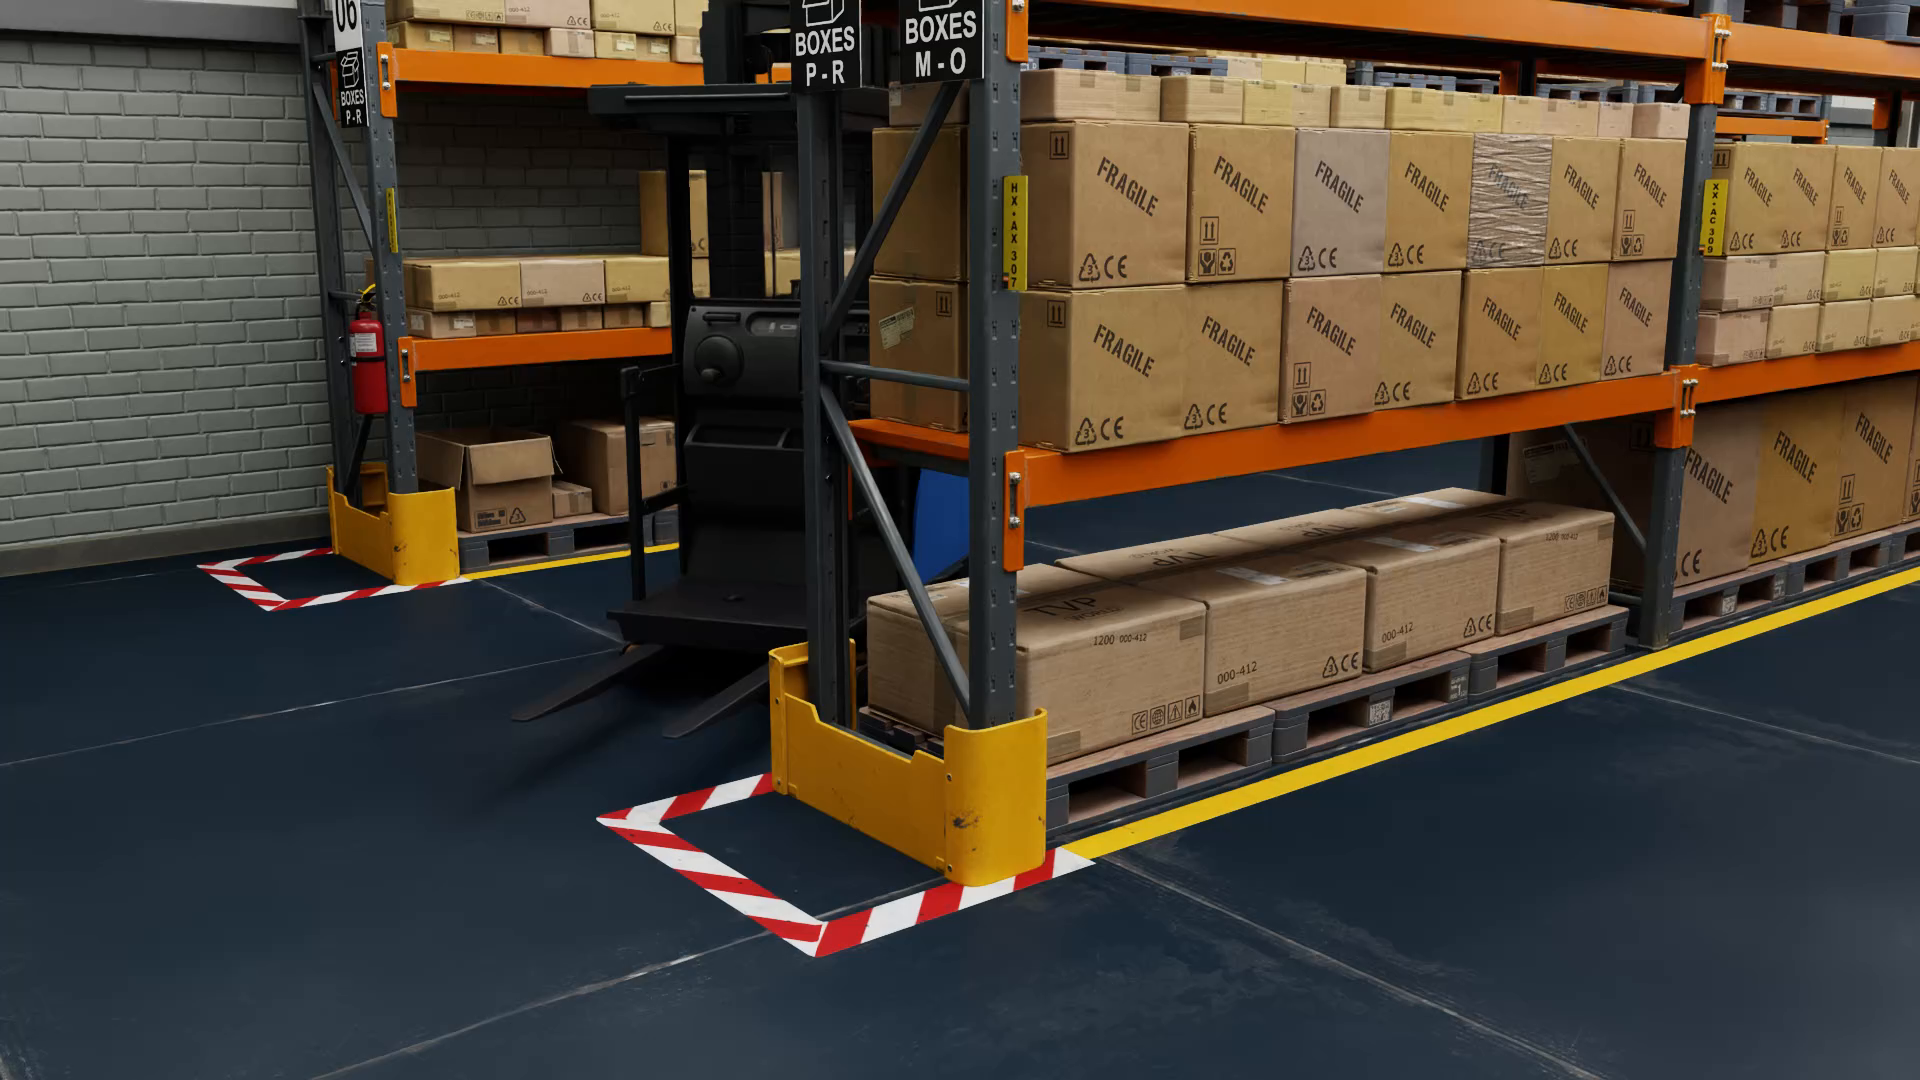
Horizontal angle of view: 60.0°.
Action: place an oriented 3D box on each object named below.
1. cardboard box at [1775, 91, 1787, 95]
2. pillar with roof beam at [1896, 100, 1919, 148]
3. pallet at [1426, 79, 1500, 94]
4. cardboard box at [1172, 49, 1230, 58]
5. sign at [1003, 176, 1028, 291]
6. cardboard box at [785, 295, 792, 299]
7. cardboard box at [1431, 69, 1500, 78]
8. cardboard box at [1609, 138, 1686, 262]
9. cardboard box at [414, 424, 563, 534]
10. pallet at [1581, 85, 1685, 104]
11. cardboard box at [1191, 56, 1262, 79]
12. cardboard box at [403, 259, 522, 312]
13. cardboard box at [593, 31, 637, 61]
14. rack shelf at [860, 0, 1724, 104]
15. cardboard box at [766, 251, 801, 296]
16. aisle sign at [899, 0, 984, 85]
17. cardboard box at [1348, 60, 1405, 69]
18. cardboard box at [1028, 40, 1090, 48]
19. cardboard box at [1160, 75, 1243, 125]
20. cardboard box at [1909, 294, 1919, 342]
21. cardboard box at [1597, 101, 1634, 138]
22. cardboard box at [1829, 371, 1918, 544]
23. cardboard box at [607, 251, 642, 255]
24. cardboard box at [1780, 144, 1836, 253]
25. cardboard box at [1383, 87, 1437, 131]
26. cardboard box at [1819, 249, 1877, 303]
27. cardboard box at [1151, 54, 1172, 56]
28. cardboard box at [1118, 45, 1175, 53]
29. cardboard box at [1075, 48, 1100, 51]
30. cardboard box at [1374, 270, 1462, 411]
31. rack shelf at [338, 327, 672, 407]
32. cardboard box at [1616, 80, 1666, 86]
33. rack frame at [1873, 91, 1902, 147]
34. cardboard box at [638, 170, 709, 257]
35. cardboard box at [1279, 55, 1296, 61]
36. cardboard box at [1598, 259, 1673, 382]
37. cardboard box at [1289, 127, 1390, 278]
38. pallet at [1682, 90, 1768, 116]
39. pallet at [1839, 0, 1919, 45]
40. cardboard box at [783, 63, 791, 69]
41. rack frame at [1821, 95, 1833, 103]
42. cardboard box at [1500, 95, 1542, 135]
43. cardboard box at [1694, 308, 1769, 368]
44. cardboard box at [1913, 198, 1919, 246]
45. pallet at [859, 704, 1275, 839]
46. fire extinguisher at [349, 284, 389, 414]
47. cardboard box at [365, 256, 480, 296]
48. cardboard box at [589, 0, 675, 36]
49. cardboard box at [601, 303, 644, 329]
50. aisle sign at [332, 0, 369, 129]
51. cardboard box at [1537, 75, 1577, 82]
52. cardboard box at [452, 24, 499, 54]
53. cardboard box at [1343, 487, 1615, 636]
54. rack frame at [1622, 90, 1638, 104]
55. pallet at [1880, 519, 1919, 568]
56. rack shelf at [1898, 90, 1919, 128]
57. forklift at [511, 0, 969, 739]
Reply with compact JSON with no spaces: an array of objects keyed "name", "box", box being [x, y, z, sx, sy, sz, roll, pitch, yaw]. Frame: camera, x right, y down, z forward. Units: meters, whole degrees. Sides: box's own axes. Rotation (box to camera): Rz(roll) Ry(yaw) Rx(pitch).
[{"name":"cardboard box","box":[8.552,-4.863,17.658,0.258,0.266,0.396,-9,15,-38]},{"name":"pillar with roof beam","box":[15.476,-6.467,18.921,0.400,9.000,9.100,-9,15,-38]},{"name":"pallet","box":[4.306,-3.982,14.891,1.213,0.211,1.003,-9,15,-35]},{"name":"cardboard box","box":[1.813,-3.700,12.510,0.250,0.149,0.380,-9,15,-36]},{"name":"sign","box":[0.160,-0.887,4.811,0.005,0.325,0.100,-9,15,-38]},{"name":"cardboard box","box":[-1.035,-1.492,10.538,0.250,0.149,0.380,-10,15,-38]},{"name":"cardboard box","box":[4.474,-4.316,14.517,0.500,0.500,0.500,-9,15,-36]},{"name":"cardboard box","box":[2.745,-1.467,7.167,0.500,0.500,0.500,-10,15,-38]},{"name":"cardboard box","box":[-2.749,-0.369,9.642,0.637,0.503,0.797,-10,16,-40]},{"name":"pallet","box":[6.734,-4.416,16.697,1.213,0.211,1.003,-9,15,-38]},{"name":"cardboard box","box":[1.929,-3.516,12.605,0.500,0.250,0.500,-9,15,-38]},{"name":"cardboard box","box":[-2.763,-1.408,9.182,0.500,0.250,0.500,-9,15,-37]},{"name":"cardboard box","box":[-2.034,-2.788,9.420,0.250,0.149,0.380,-9,15,-38]},{"name":"rack shelf","box":[1.380,-1.891,6.322,4.000,0.370,1.077,-9,15,-38]},{"name":"cardboard box","box":[-1.187,-1.676,10.445,0.500,0.250,0.500,-10,15,-38]},{"name":"aisle sign","box":[-0.057,-1.731,4.801,0.004,0.787,0.394,-9,15,-38]},{"name":"cardboard box","box":[3.423,-3.962,13.654,0.250,0.166,0.380,-9,15,-38]},{"name":"cardboard box","box":[0.680,-3.489,11.470,0.250,0.149,0.380,-9,15,-37]},{"name":"cardboard box","box":[0.703,-1.433,5.446,0.250,0.149,0.380,-9,15,-36]},{"name":"cardboard box","box":[5.040,-1.241,9.114,0.500,0.250,0.500,-10,15,-38]},{"name":"cardboard box","box":[2.626,-1.782,7.089,0.250,0.149,0.380,-9,15,-36]},{"name":"cardboard box","box":[4.774,-0.529,9.501,0.875,0.875,0.875,-9,15,-37]},{"name":"cardboard box","box":[-1.891,-1.693,10.526,0.500,0.250,0.500,-9,15,-38]},{"name":"cardboard box","box":[3.844,-1.654,8.048,0.500,0.500,0.500,-10,15,-38]},{"name":"cardboard box","box":[1.505,-1.567,6.076,0.250,0.149,0.380,-10,16,-39]},{"name":"cardboard box","box":[4.261,-1.351,8.426,0.500,0.250,0.500,-9,15,-37]},{"name":"cardboard box","box":[1.515,-3.778,12.881,0.250,0.149,0.380,-10,15,-38]},{"name":"cardboard box","box":[1.319,-3.577,11.883,0.250,0.149,0.380,-9,15,-36]},{"name":"cardboard box","box":[0.807,-3.632,12.145,0.250,0.149,0.380,-10,16,-39]},{"name":"cardboard box","box":[1.539,-0.781,6.346,0.500,0.500,0.500,-9,15,-36]},{"name":"rack shelf","box":[-1.724,-1.228,10.422,4.000,0.370,1.077,-9,15,-38]},{"name":"cardboard box","box":[6.624,-4.485,16.161,0.250,0.149,0.380,-9,15,-36]},{"name":"rack frame","box":[6.065,-1.554,10.225,0.127,3.000,1.000,-9,15,-38]},{"name":"cardboard box","box":[-1.592,-1.969,10.021,0.500,0.500,0.500,-9,15,-36]},{"name":"cardboard box","box":[2.399,-3.802,12.992,0.250,0.149,0.380,-9,15,-36]},{"name":"cardboard box","box":[2.739,-0.982,7.292,0.500,0.500,0.500,-9,15,-37]},{"name":"cardboard box","box":[1.167,-1.206,5.939,0.500,0.500,0.500,-10,15,-38]},{"name":"pallet","box":[7.686,-4.574,17.438,1.213,0.211,1.003,-9,15,-38]},{"name":"pallet","box":[4.724,-2.691,8.813,1.213,0.211,1.003,-9,15,-35]},{"name":"cardboard box","box":[-1.089,-2.963,10.247,0.250,0.149,0.380,-9,15,-36]},{"name":"rack frame","box":[9.208,-6.331,18.280,0.127,3.000,1.000,-9,15,-38]},{"name":"cardboard box","box":[2.066,-1.677,6.596,0.250,0.149,0.380,-10,15,-38]},{"name":"cardboard box","box":[3.450,-0.976,7.863,0.500,0.250,0.500,-10,15,-39]},{"name":"cardboard box","box":[5.037,-1.851,8.977,0.500,0.500,0.500,-9,15,-38]},{"name":"pallet","box":[0.393,0.732,6.174,1.213,0.211,1.003,-9,15,-38]},{"name":"fire extinguisher","box":[-3.112,-1.006,8.729,0.183,0.674,0.296,-9,15,-38]},{"name":"cardboard box","box":[-3.093,-1.495,9.594,0.500,0.250,0.500,-9,15,-36]},{"name":"cardboard box","box":[-1.977,-3.007,9.490,0.500,0.250,0.500,-10,16,-39]},{"name":"cardboard box","box":[-2.065,-1.334,9.795,0.250,0.149,0.380,-9,15,-37]},{"name":"aisle sign","box":[-3.156,-2.536,8.589,0.004,0.787,0.394,-9,15,-38]},{"name":"cardboard box","box":[5.415,-4.284,15.215,0.250,0.149,0.380,-9,15,-38]},{"name":"cardboard box","box":[-2.703,-2.707,9.037,0.250,0.149,0.380,-9,15,-37]},{"name":"cardboard box","box":[2.384,0.077,7.701,0.875,0.438,0.875,-10,15,-38]},{"name":"rack frame","box":[6.084,-2.877,16.458,0.127,3.000,1.000,-9,15,-38]},{"name":"pallet","box":[5.402,-0.100,10.090,1.213,0.211,1.003,-9,15,-38]},{"name":"rack shelf","box":[7.626,-2.929,11.210,4.000,0.370,1.077,-9,15,-38]},{"name":"forklift","box":[-0.835,-0.845,7.053,1.130,2.935,3.031,4,13,18]}]
